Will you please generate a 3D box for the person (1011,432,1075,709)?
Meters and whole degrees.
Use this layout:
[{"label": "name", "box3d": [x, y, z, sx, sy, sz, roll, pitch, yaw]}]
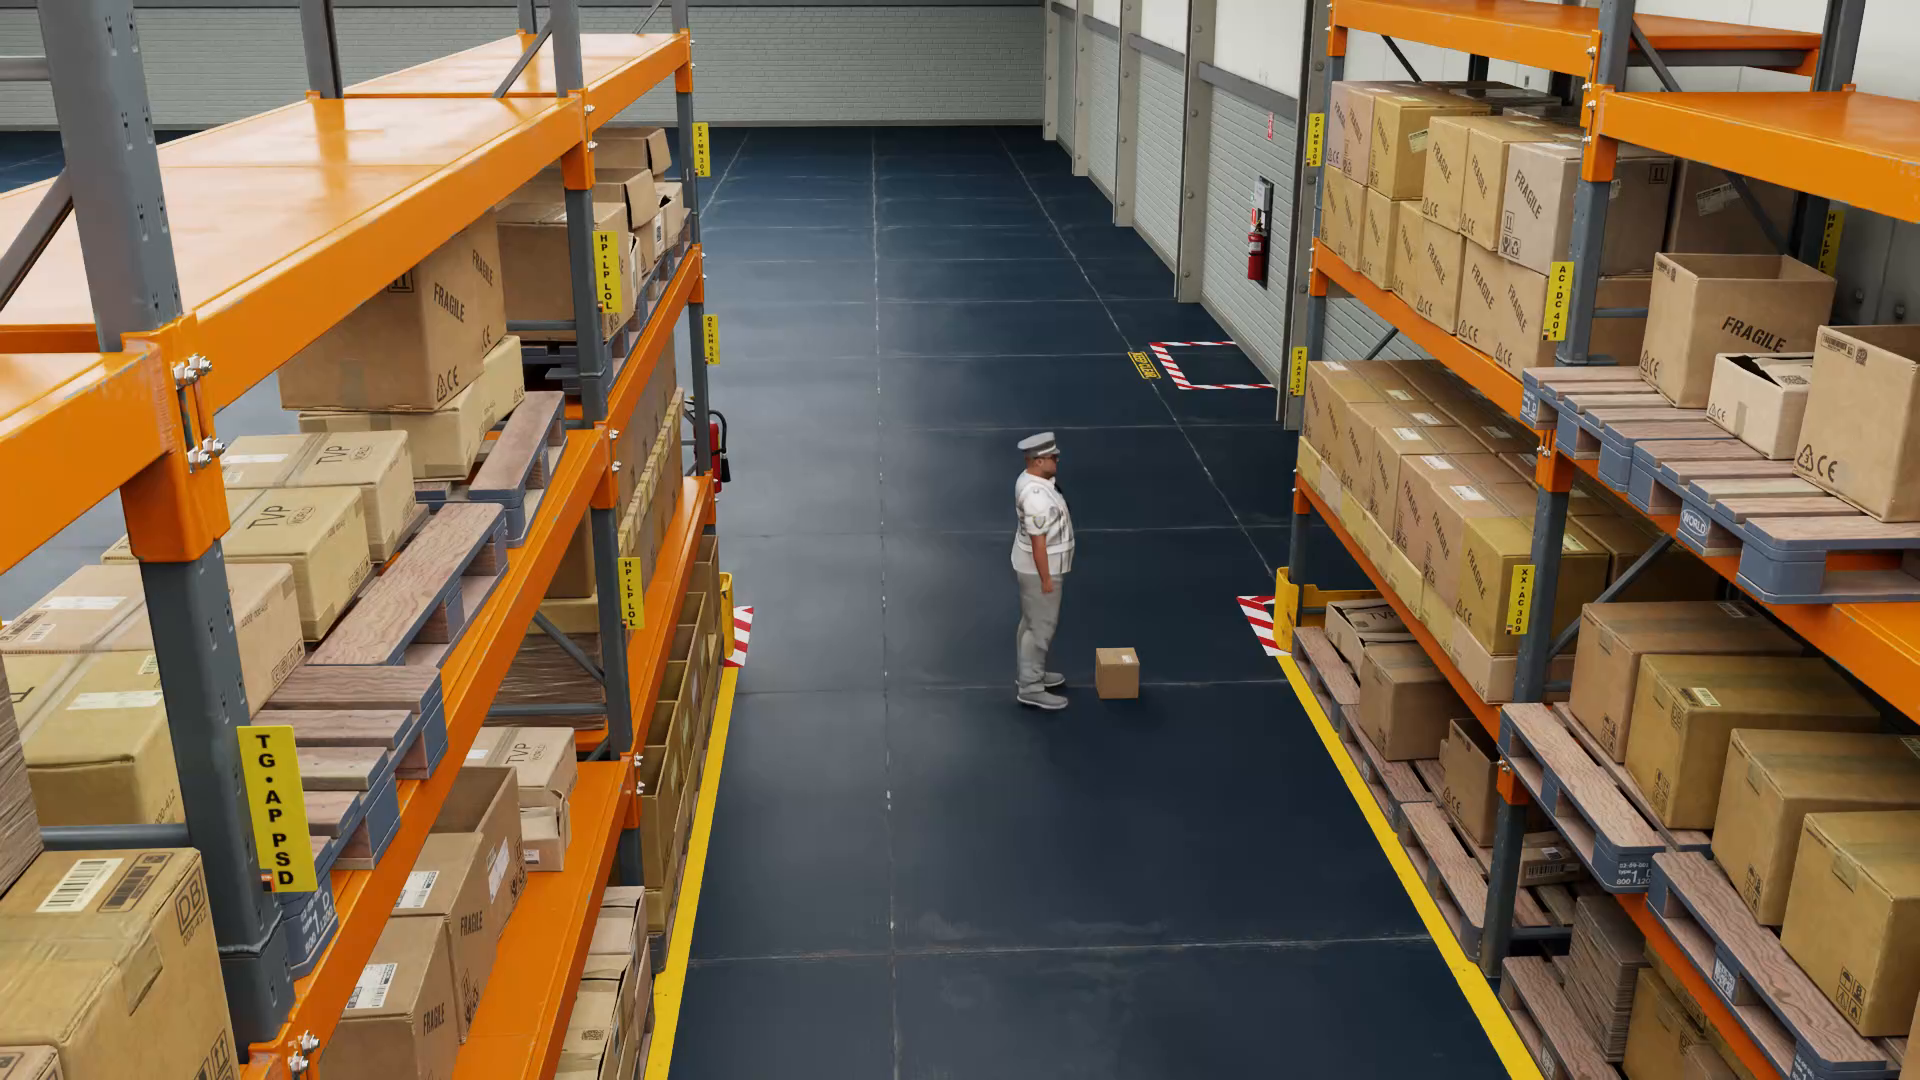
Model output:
[{"label": "person", "box3d": [0.527, 0.172, 10.596, 0.394, 1.777, 0.530, -1, 20, -2]}]
